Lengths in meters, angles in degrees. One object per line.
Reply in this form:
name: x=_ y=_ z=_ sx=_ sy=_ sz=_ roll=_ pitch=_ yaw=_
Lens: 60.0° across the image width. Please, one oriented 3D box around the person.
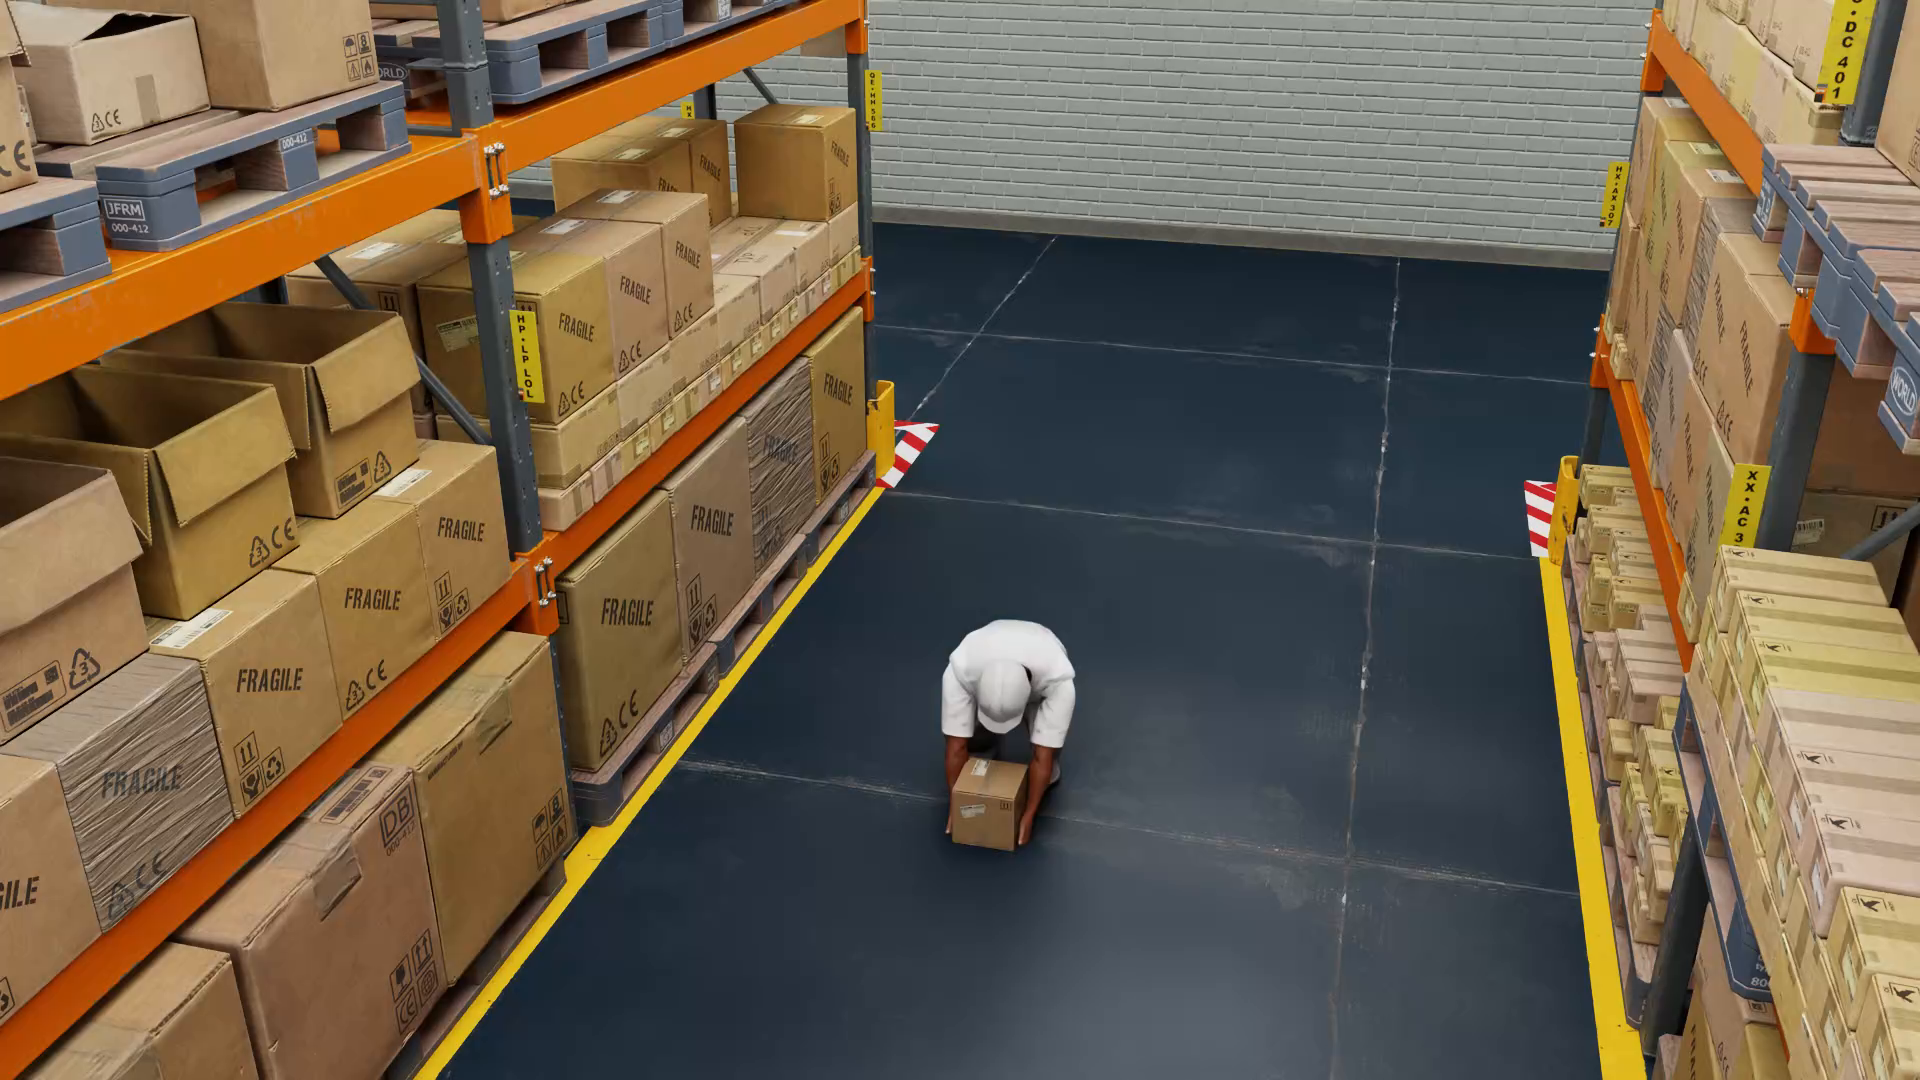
person: x=0.214 y=0.720 z=6.792 sx=0.549 sy=0.897 sz=0.926 roll=6 pitch=26 yaw=13
